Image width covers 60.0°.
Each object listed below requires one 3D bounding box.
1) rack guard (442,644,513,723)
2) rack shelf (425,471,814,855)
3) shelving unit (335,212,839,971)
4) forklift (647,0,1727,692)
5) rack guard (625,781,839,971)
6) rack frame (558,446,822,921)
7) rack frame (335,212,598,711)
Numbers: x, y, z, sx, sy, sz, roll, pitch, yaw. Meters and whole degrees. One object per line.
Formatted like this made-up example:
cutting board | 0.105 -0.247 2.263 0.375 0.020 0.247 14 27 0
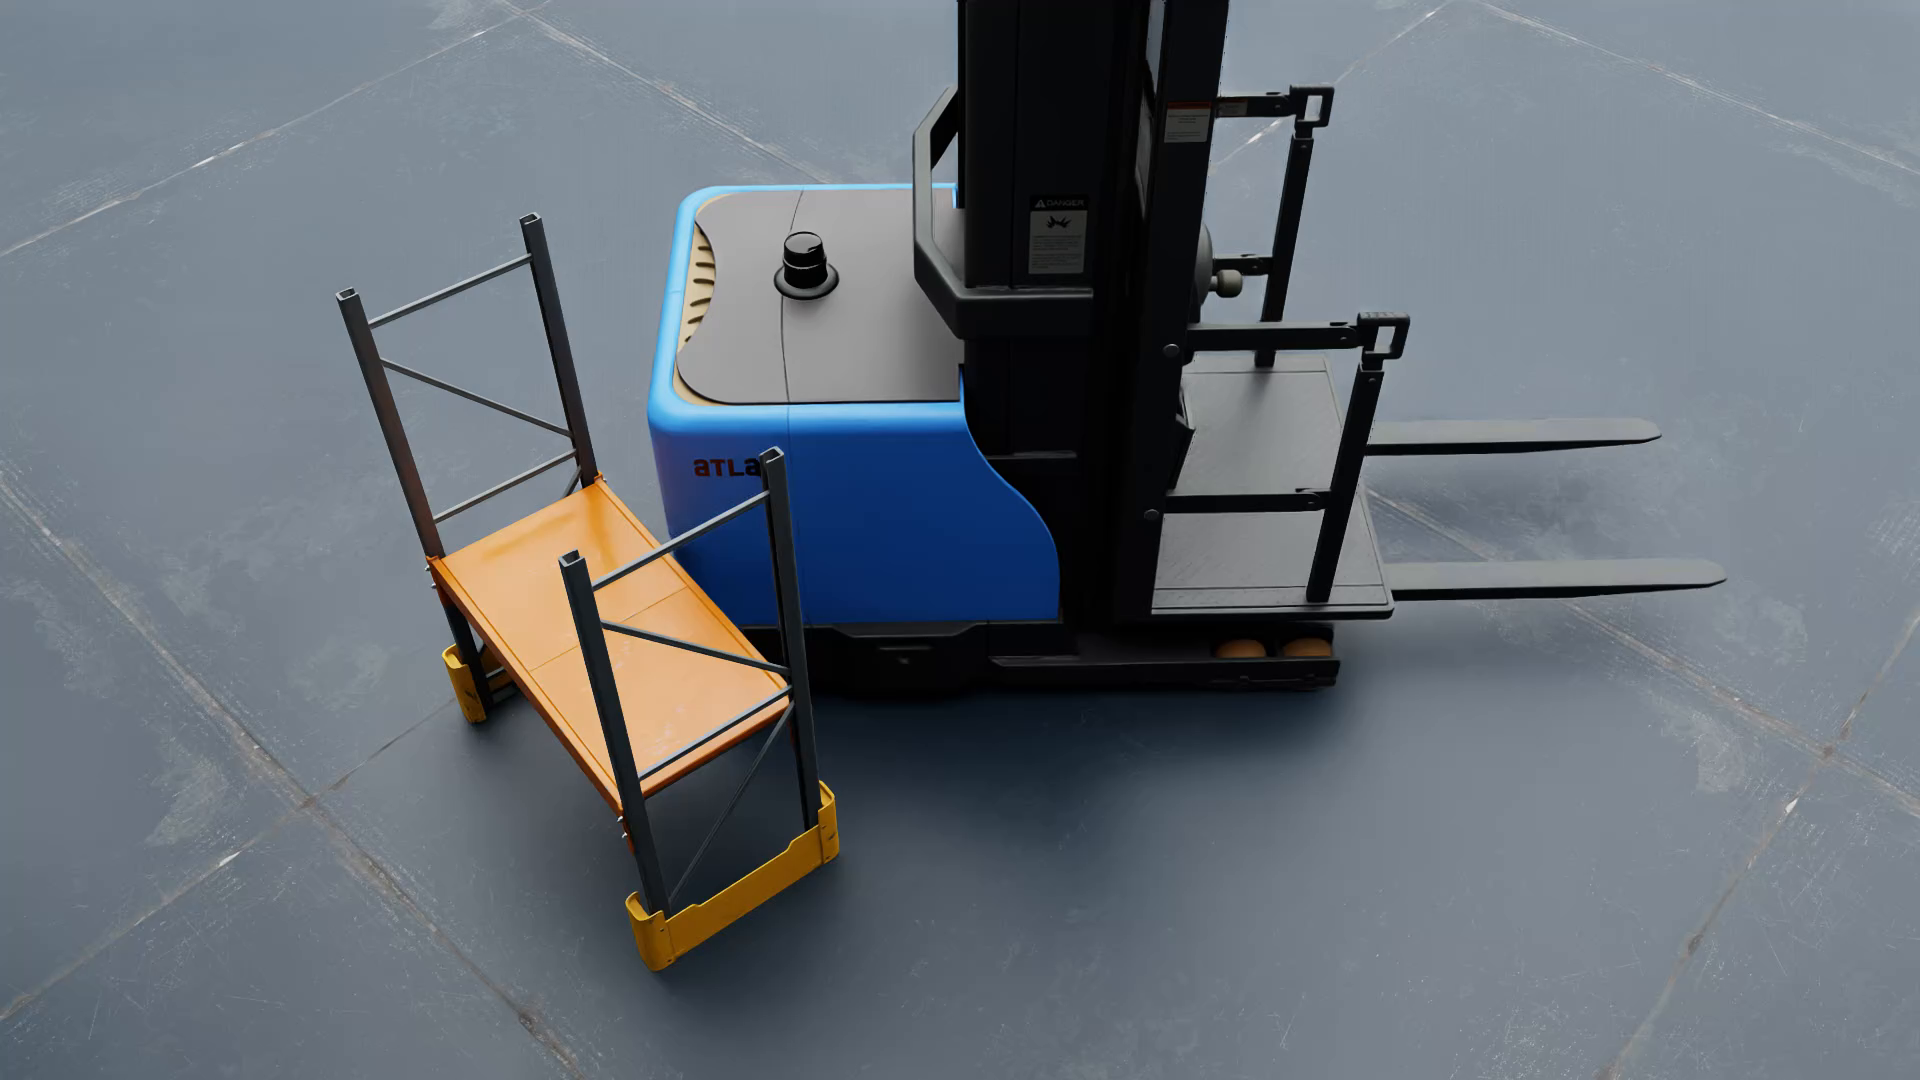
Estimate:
rack guard | -1.187 0.289 4.807 0.587 0.250 0.087 -30 54 -25
rack shelf | -0.874 0.275 4.209 0.538 0.185 1.000 -30 54 -25
shelving unit | -0.880 0.147 4.083 0.587 1.500 1.083 -30 54 -25
forklift | 0.712 -0.951 4.133 3.031 2.935 1.130 -1 47 -1
rack guard | -0.572 0.860 4.271 0.587 0.250 0.087 -30 54 -25
rack frame | -0.560 0.443 3.805 0.500 1.500 0.032 -30 54 -25
rack frame | -1.188 -0.139 4.352 0.500 1.500 0.032 -30 54 -25
